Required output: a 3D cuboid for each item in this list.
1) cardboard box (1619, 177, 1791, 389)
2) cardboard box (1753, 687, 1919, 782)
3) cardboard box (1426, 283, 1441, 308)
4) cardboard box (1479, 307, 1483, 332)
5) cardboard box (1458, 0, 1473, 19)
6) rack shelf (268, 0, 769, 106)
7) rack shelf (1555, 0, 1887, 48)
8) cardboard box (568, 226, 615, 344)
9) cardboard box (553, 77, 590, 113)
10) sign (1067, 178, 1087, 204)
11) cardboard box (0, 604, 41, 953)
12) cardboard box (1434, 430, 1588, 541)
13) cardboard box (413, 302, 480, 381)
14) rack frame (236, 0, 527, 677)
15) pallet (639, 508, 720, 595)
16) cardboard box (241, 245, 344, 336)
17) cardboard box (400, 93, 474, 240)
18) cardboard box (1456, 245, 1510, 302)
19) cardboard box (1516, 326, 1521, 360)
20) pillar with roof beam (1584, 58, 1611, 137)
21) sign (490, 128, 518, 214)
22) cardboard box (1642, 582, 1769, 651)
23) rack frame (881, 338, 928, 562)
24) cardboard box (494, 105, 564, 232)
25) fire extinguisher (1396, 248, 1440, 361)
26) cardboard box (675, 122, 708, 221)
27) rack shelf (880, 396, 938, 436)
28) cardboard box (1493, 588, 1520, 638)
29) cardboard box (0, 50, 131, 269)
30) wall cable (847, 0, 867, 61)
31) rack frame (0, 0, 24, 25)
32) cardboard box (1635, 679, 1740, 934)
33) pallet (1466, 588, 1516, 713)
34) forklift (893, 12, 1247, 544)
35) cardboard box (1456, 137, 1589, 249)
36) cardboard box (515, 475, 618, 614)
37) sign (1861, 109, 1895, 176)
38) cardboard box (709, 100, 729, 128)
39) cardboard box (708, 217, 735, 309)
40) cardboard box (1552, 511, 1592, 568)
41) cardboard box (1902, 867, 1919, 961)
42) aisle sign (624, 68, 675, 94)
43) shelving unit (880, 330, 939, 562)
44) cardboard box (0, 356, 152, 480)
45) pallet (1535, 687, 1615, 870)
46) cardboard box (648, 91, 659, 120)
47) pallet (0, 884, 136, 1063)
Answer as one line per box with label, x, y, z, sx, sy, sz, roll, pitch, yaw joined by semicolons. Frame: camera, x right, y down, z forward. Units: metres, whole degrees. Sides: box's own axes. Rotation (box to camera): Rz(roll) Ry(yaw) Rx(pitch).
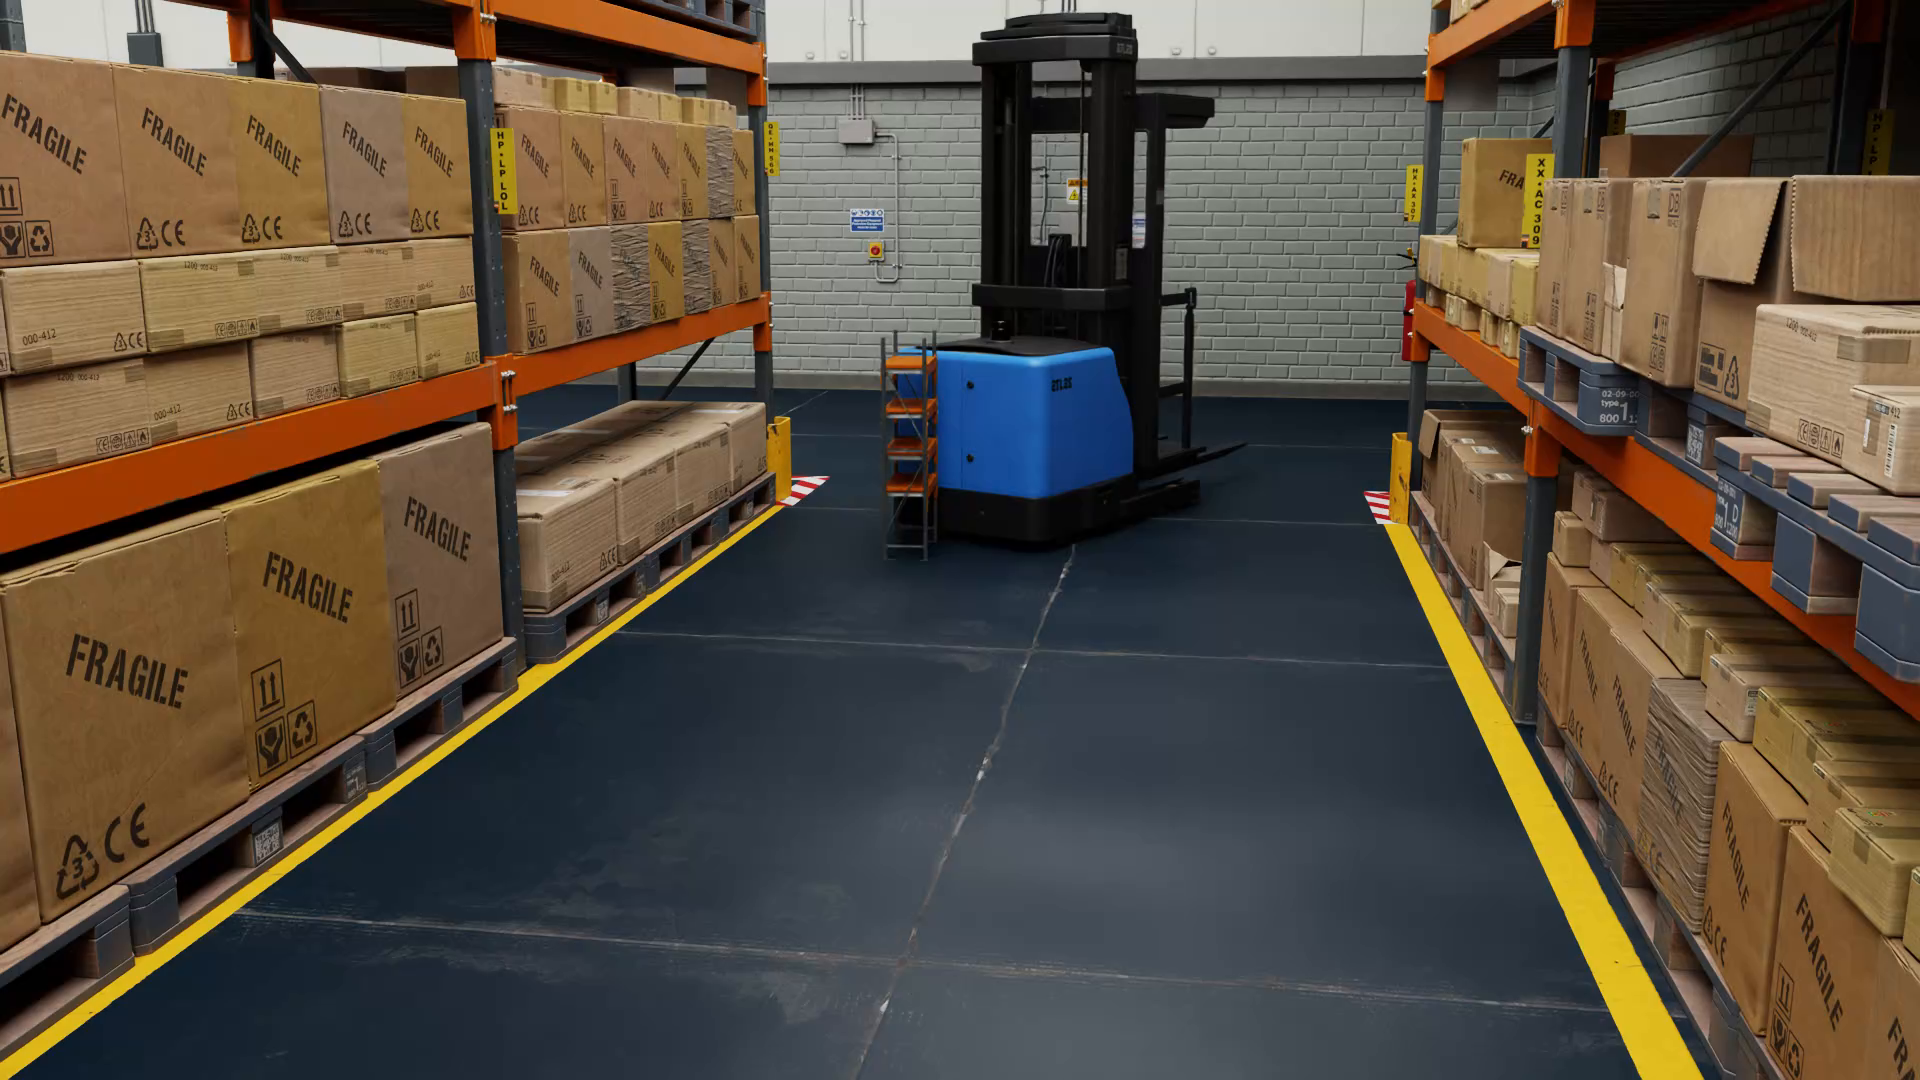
cardboard box;2.094;-0.653;4.167;0.700;0.500;0.500;2;12;8
cardboard box;2.019;0.442;3.722;0.380;0.149;0.250;2;12;8
cardboard box;2.883;-1.413;9.528;0.380;0.149;0.250;2;12;8
cardboard box;2.644;-1.035;7.774;0.380;0.149;0.250;2;12;9
cardboard box;2.682;-2.669;8.234;0.380;0.149;0.250;2;12;8
rack shelf;-2.008;-2.454;8.348;1.077;0.370;4.000;2;12;9
rack shelf;2.282;-1.461;3.742;1.077;0.370;4.000;2;12;9
cardboard box;-1.903;-1.166;7.546;0.500;0.500;0.500;2;12;9
cardboard box;-1.890;-1.993;7.473;0.380;0.149;0.250;2;12;8
sign;1.174;-3.281;15.635;0.339;0.242;0.001;2;12;9
cardboard box;-2.742;0.602;3.627;0.875;0.875;0.875;2;12;8
cardboard box;2.847;-0.278;8.601;0.700;0.500;0.500;2;12;11
cardboard box;-2.135;-0.748;6.201;0.500;0.250;0.500;2;12;7
rack frame;-2.315;-0.923;6.657;1.000;3.000;0.127;2;12;9
pallet;-1.936;0.030;8.855;1.003;0.211;1.213;2;12;9
cardboard box;-2.286;-0.782;5.172;0.500;0.250;0.500;2;12;10
cardboard box;-2.136;-1.360;6.072;0.500;0.500;0.500;2;12;10
cardboard box;2.659;-1.264;7.890;0.500;0.250;0.500;2;12;7
cardboard box;2.408;-0.770;6.541;0.380;0.149;0.250;2;12;10
pillar with roof beam;0.256;-5.200;12.262;9.100;9.000;0.400;2;12;9
sign;-1.778;-1.435;6.471;0.100;0.325;0.005;2;12;9
cardboard box;2.173;0.225;4.727;0.380;0.149;0.250;2;12;9
rack frame;-0.295;-0.472;8.837;0.240;1.200;0.015;1;12;5
cardboard box;-2.003;-1.552;6.965;0.500;0.500;0.500;2;12;9
fire extinguisher;2.771;-1.421;10.037;0.296;0.674;0.183;2;12;9
cardboard box;-1.670;-1.973;8.917;0.500;0.500;0.500;2;12;8
rack shelf;-0.272;-0.676;9.042;0.258;0.148;0.480;1;12;5
cardboard box;2.385;0.300;6.753;0.380;0.149;0.250;2;12;7
cardboard box;-2.452;-0.934;4.095;0.500;0.500;0.500;2;12;10
wall cable;-1.104;-5.882;15.425;0.463;3.000;0.029;2;12;9
rack frame;-6.607;-4.828;10.535;1.000;3.000;0.127;2;12;9
cardboard box;2.054;0.670;4.203;0.500;0.500;0.500;1;12;7
pallet;2.696;0.457;6.871;1.003;0.211;1.213;2;12;9
forklift;0.864;-1.669;10.280;1.130;2.935;3.031;8;15;34
cardboard box;2.639;-1.636;7.837;0.500;0.500;0.500;2;12;10
cardboard box;-2.113;-0.003;7.473;0.875;0.438;0.875;2;12;8
sign;3.139;-1.312;5.712;0.100;0.325;0.005;2;12;9
cardboard box;-1.529;-2.419;9.449;0.380;0.149;0.250;2;12;8
cardboard box;-1.605;-1.592;9.522;0.500;0.500;0.500;2;12;7
cardboard box;2.272;0.003;5.758;0.380;0.149;0.250;2;12;11
cardboard box;1.800;0.658;2.716;0.380;0.149;0.250;1;12;6
aisle sign;-1.976;-3.051;10.360;0.394;0.787;0.004;2;12;9
shelving unit;-0.272;-0.523;9.074;0.258;1.200;0.503;1;12;5
cardboard box;-2.459;-0.327;4.248;0.500;0.250;0.500;2;12;11
pallet;2.502;0.771;5.417;1.003;0.211;1.213;2;12;9
cardboard box;-1.759;-2.208;8.468;0.380;0.149;0.250;2;12;10
pallet;-2.735;1.111;3.837;1.003;0.211;1.213;2;12;9
